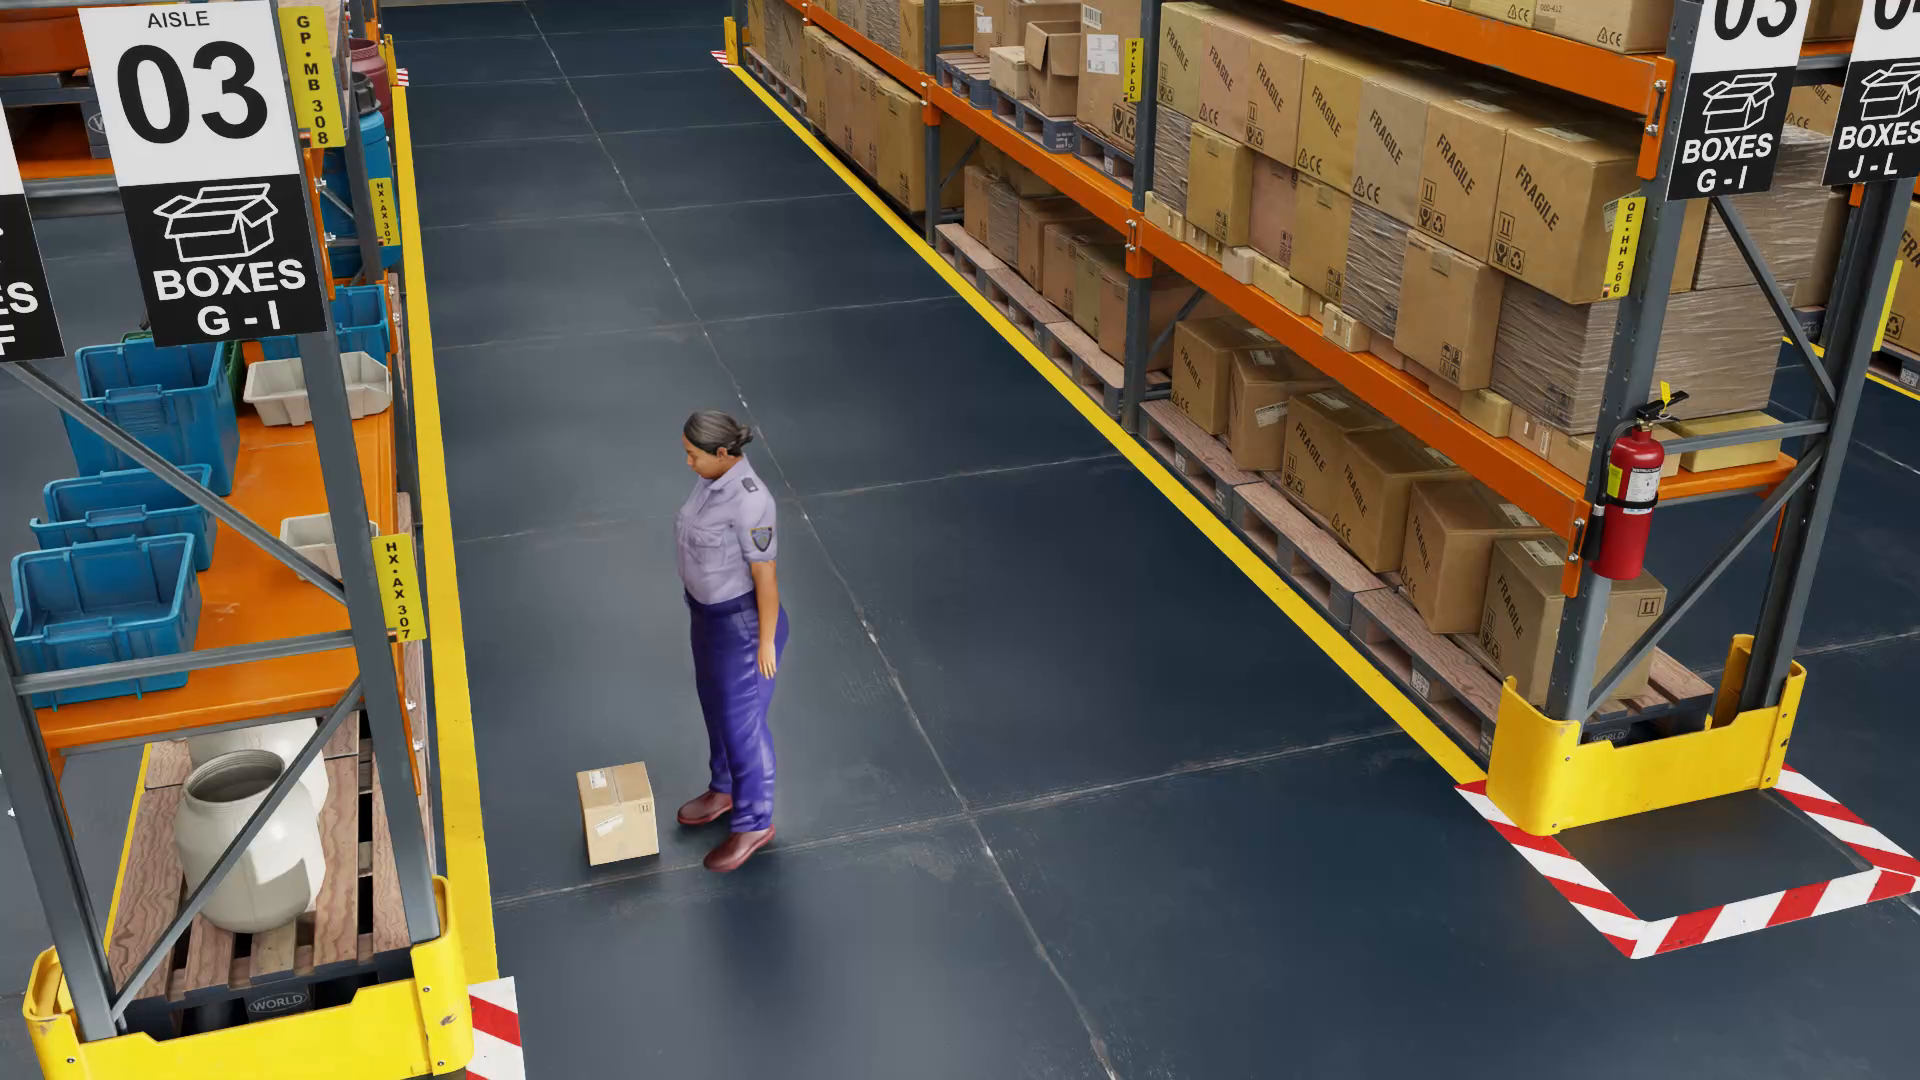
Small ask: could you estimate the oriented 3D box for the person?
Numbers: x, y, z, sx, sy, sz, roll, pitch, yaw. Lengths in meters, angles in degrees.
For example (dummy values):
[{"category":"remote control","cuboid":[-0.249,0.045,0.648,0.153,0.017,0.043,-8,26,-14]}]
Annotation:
[{"category":"person","cuboid":[-0.844,0.339,5.959,0.430,1.666,0.547,-13,29,-24]}]
